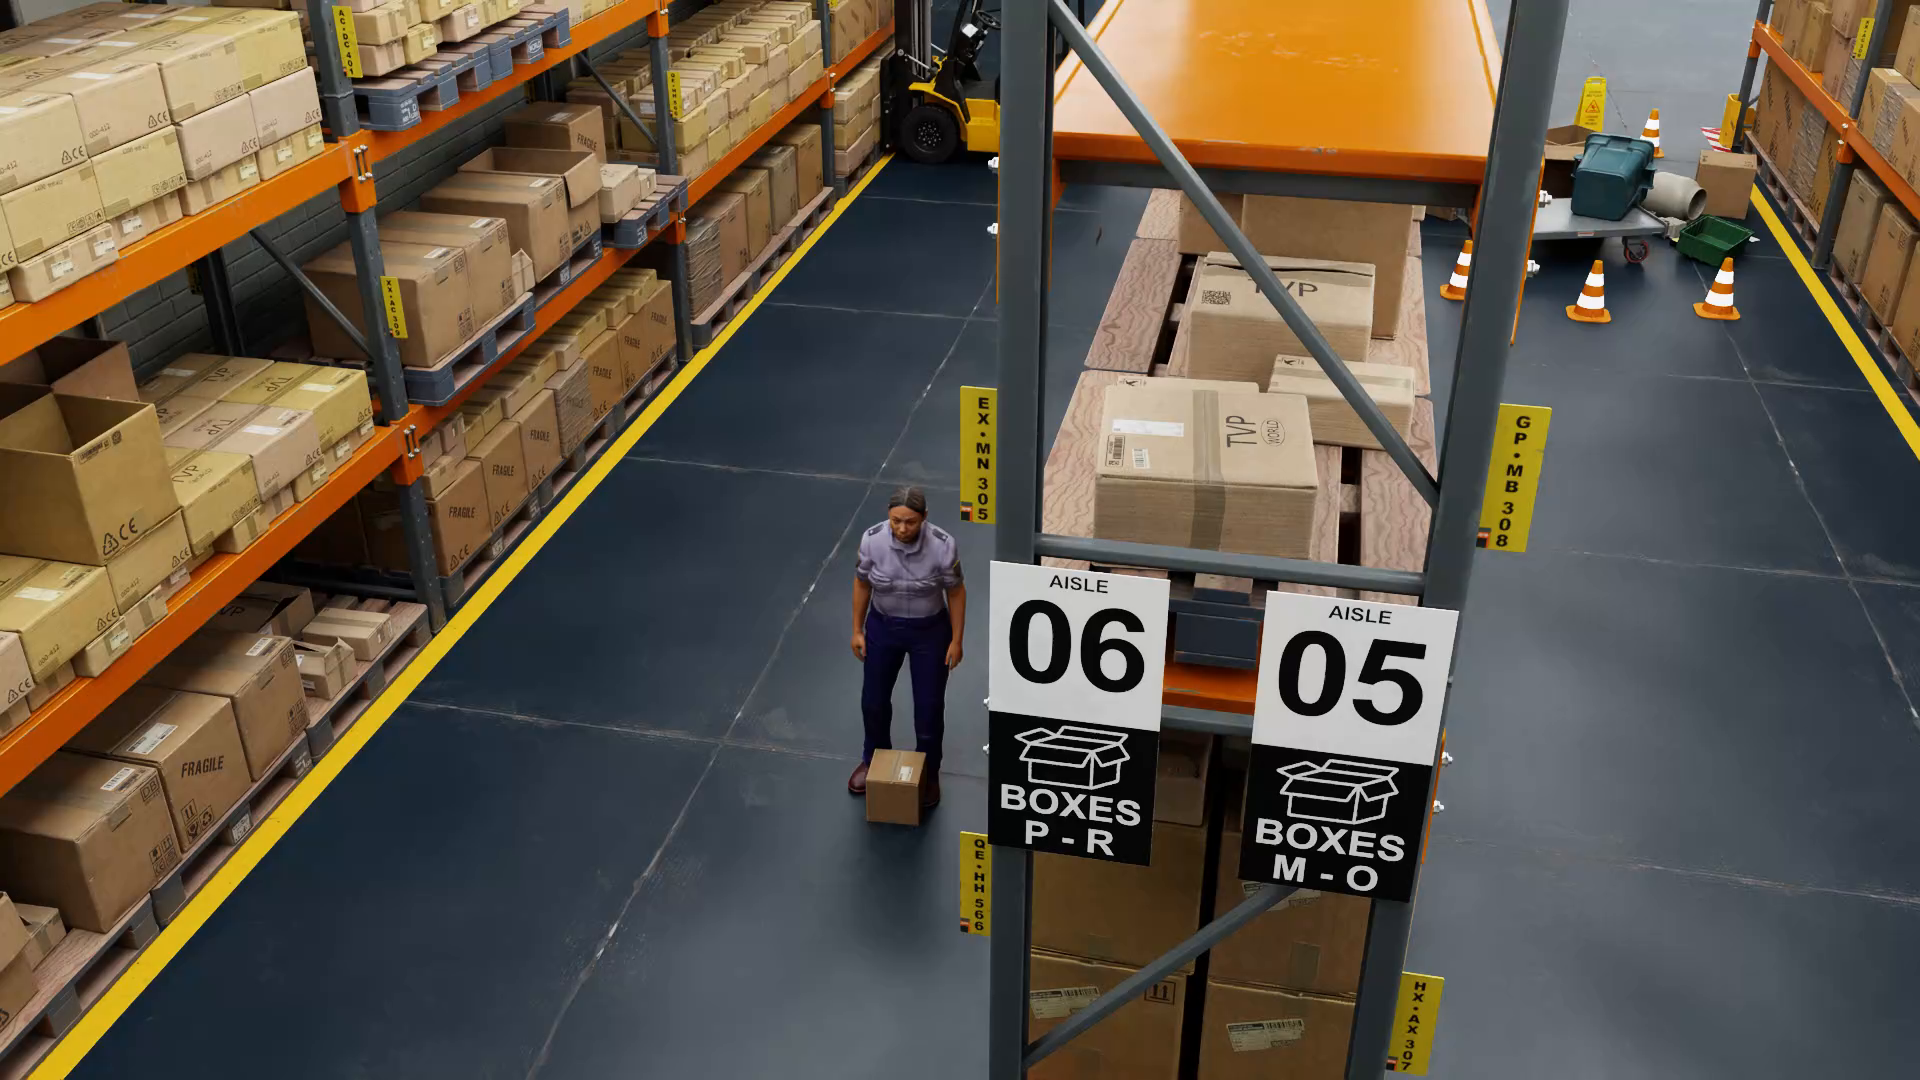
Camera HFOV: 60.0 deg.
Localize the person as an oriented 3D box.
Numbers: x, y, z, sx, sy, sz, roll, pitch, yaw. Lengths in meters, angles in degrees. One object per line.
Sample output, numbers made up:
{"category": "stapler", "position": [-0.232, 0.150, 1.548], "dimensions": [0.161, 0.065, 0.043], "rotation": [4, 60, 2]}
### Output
{"category": "person", "position": [-0.257, 0.472, 7.780], "dimensions": [0.559, 1.640, 0.417], "rotation": [5, 29, 9]}
